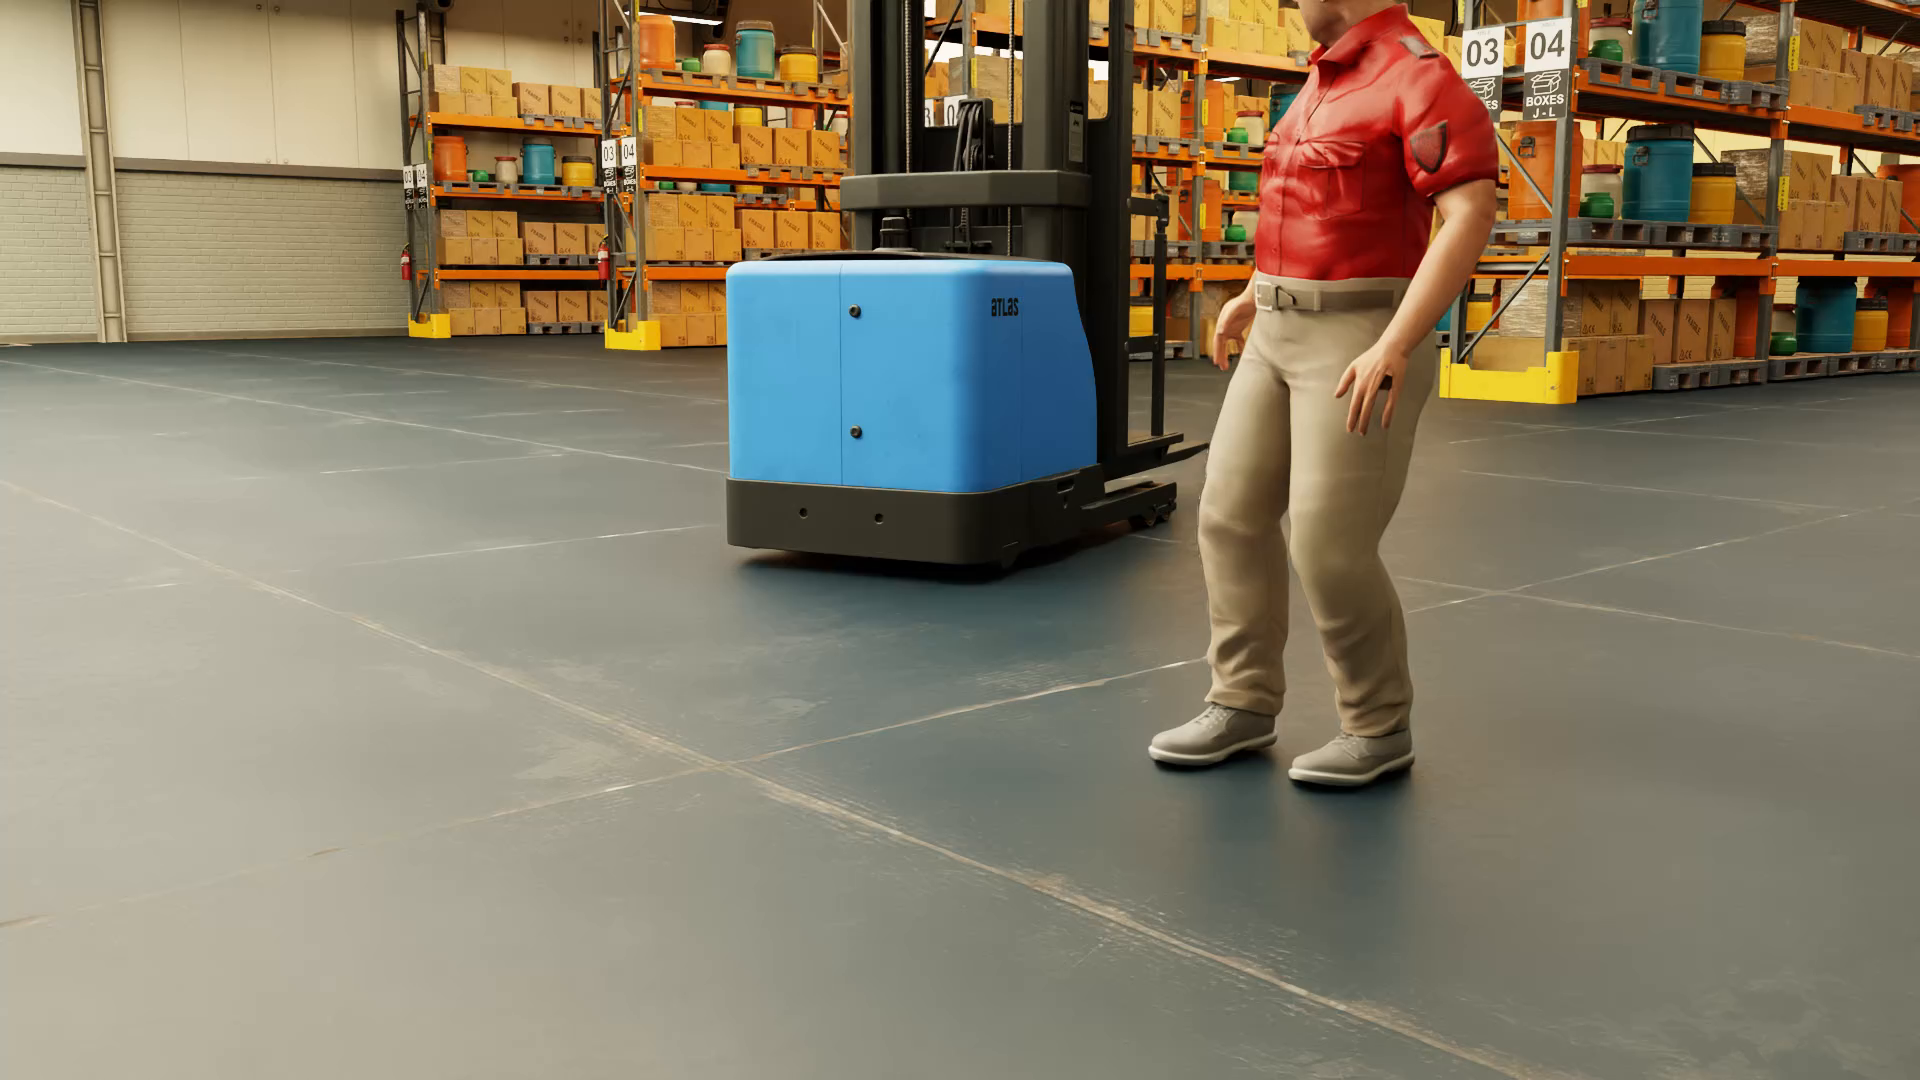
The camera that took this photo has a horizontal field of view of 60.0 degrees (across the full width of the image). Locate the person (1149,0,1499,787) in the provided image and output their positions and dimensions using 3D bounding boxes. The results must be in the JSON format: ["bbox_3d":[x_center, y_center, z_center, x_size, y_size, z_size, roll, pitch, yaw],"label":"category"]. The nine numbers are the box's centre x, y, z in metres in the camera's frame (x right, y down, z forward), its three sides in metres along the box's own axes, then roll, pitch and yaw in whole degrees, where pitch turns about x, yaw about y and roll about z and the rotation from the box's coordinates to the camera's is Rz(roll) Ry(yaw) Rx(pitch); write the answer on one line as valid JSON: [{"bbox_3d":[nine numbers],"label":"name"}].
[{"bbox_3d":[0.703,-0.362,3.296,0.520,1.709,0.748,-4,10,-23],"label":"person"}]

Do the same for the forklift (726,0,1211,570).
[{"bbox_3d":[0.275,-1.531,6.852,1.130,2.935,3.031,4,10,26],"label":"forklift"}]
